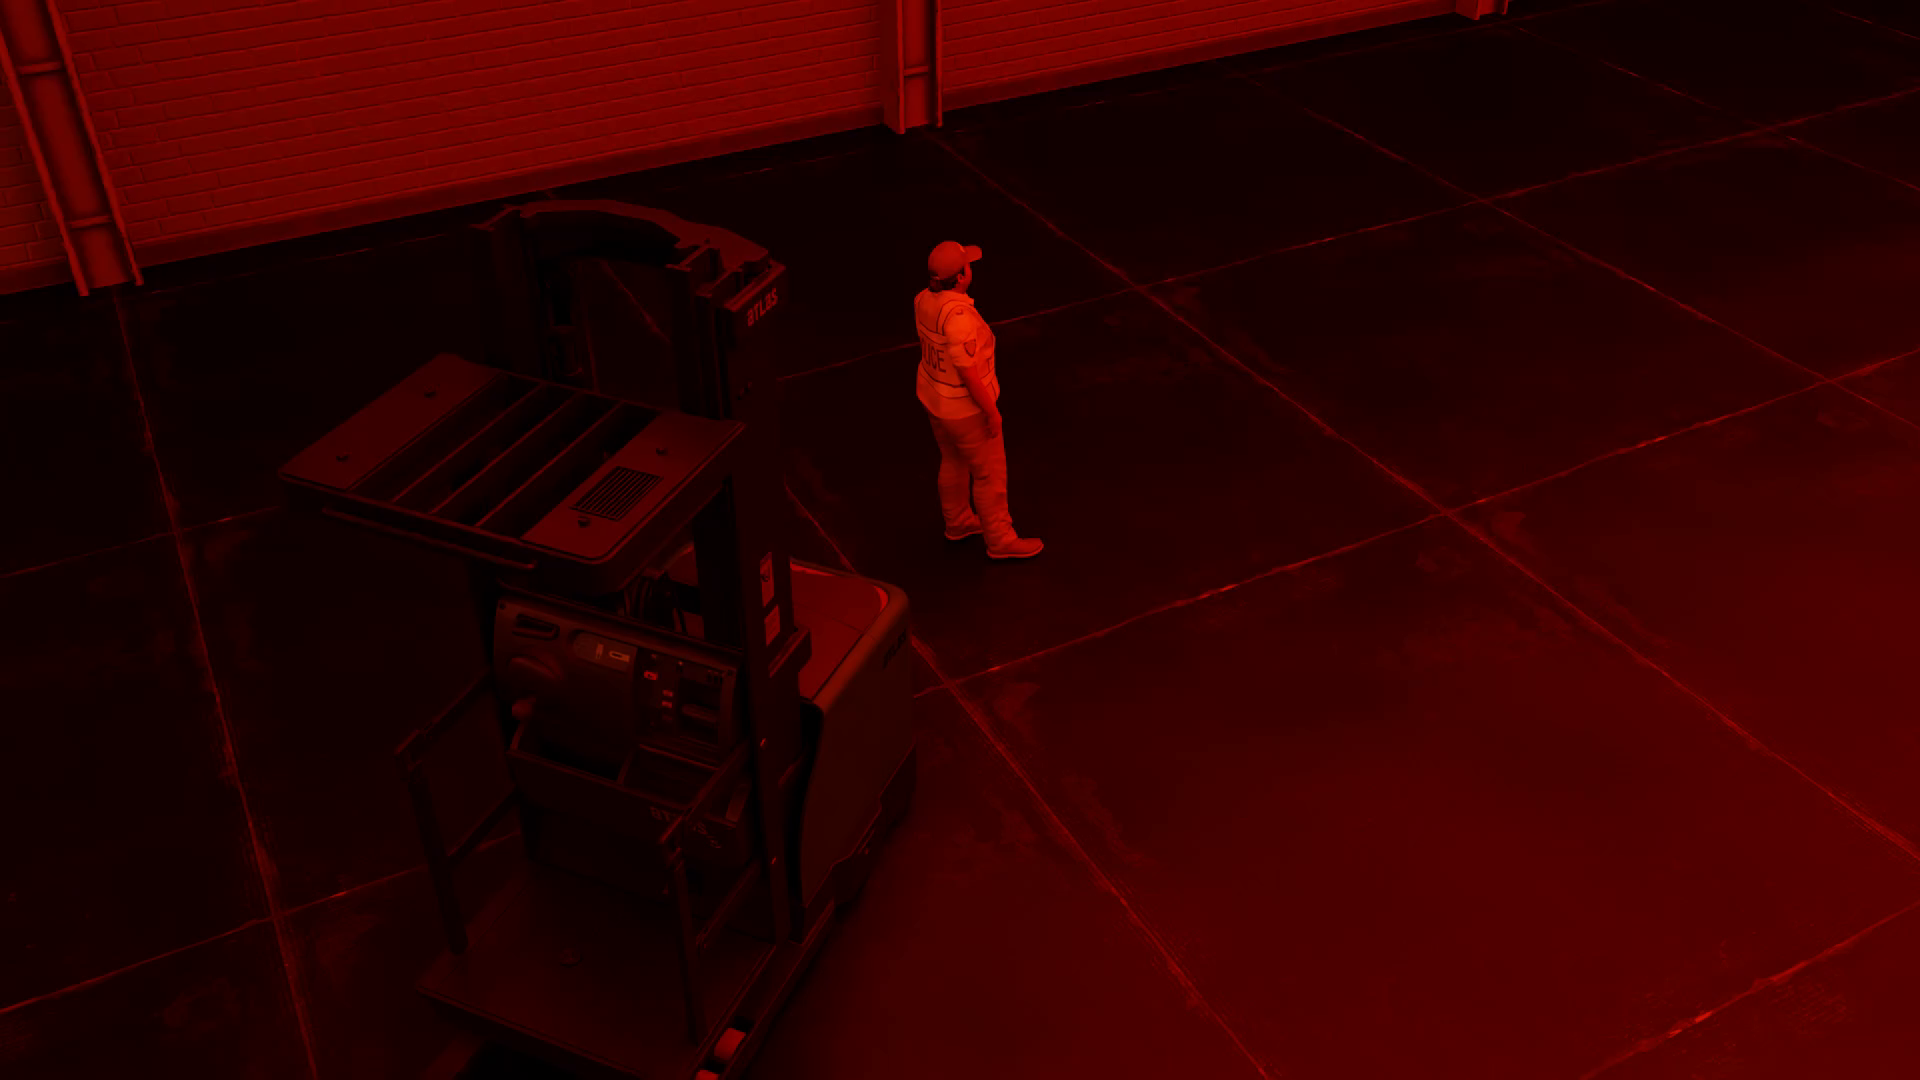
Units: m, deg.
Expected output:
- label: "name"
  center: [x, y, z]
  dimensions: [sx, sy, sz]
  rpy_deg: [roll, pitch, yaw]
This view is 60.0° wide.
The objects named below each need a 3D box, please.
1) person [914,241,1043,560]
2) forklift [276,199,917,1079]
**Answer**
- label: "person"
  center: [0.078, -0.696, 8.190]
  dimensions: [0.529, 1.670, 0.599]
  rpy_deg: [-17, 39, -23]
- label: "forklift"
  center: [-1.235, 0.537, 5.364]
  dimensions: [1.130, 2.935, 3.031]
  rpy_deg: [14, 38, 19]
